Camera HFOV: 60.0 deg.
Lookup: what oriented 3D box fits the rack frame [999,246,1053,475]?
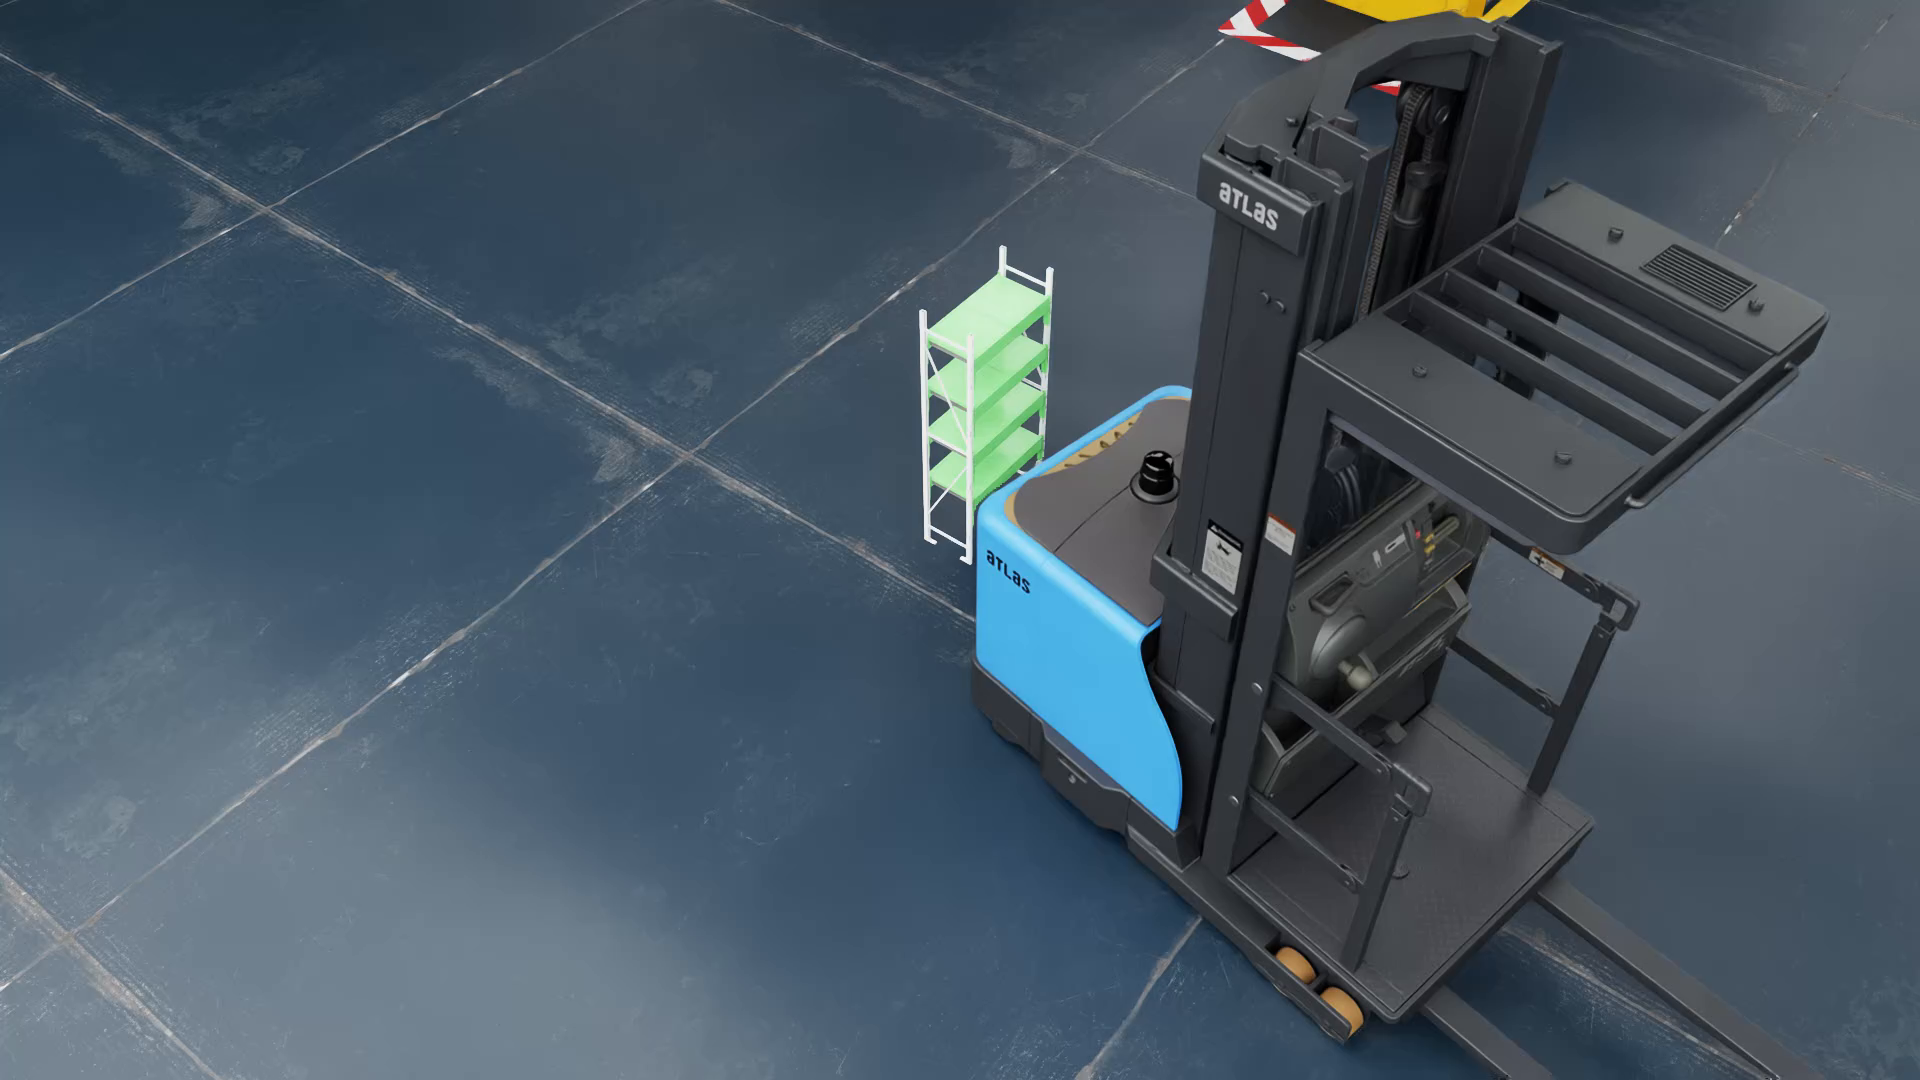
[{"bbox_3d":[0.250,-0.649,6.705,0.240,1.200,0.015,29,53,25],"label":"rack frame"}]

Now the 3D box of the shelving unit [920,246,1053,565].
[{"bbox_3d":[0.101,-0.509,6.571,0.258,1.200,0.503,29,53,25],"label":"shelving unit"}]

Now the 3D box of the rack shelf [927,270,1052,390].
[{"bbox_3d":[0.101,-0.797,6.270,0.258,0.148,0.480,29,53,25],"label":"rack shelf"}]

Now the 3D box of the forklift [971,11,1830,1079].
[{"bbox_3d":[1.399,0.174,4.722,1.130,2.935,3.031,-33,55,-27],"label":"forklift"}]

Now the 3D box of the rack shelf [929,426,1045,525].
[{"bbox_3d":[0.101,-0.299,6.791,0.258,0.148,0.480,29,53,25],"label":"rack shelf"}]

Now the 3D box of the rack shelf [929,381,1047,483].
[{"bbox_3d":[0.101,-0.465,6.618,0.258,0.148,0.480,29,53,25],"label":"rack shelf"}]

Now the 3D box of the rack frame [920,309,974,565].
[{"bbox_3d":[-0.048,-0.370,6.438,0.240,1.200,0.015,29,53,25],"label":"rack frame"}]

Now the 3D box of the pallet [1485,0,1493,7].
[{"bbox_3d":[3.029,-3.747,10.348,1.003,0.211,1.213,29,53,25],"label":"pallet"}]

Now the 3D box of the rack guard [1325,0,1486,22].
[{"bbox_3d":[2.528,-3.384,9.802,1.175,0.500,0.348,29,53,25],"label":"rack guard"}]

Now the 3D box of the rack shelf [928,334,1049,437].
[{"bbox_3d":[0.101,-0.631,6.444,0.258,0.148,0.480,29,53,25],"label":"rack shelf"}]
